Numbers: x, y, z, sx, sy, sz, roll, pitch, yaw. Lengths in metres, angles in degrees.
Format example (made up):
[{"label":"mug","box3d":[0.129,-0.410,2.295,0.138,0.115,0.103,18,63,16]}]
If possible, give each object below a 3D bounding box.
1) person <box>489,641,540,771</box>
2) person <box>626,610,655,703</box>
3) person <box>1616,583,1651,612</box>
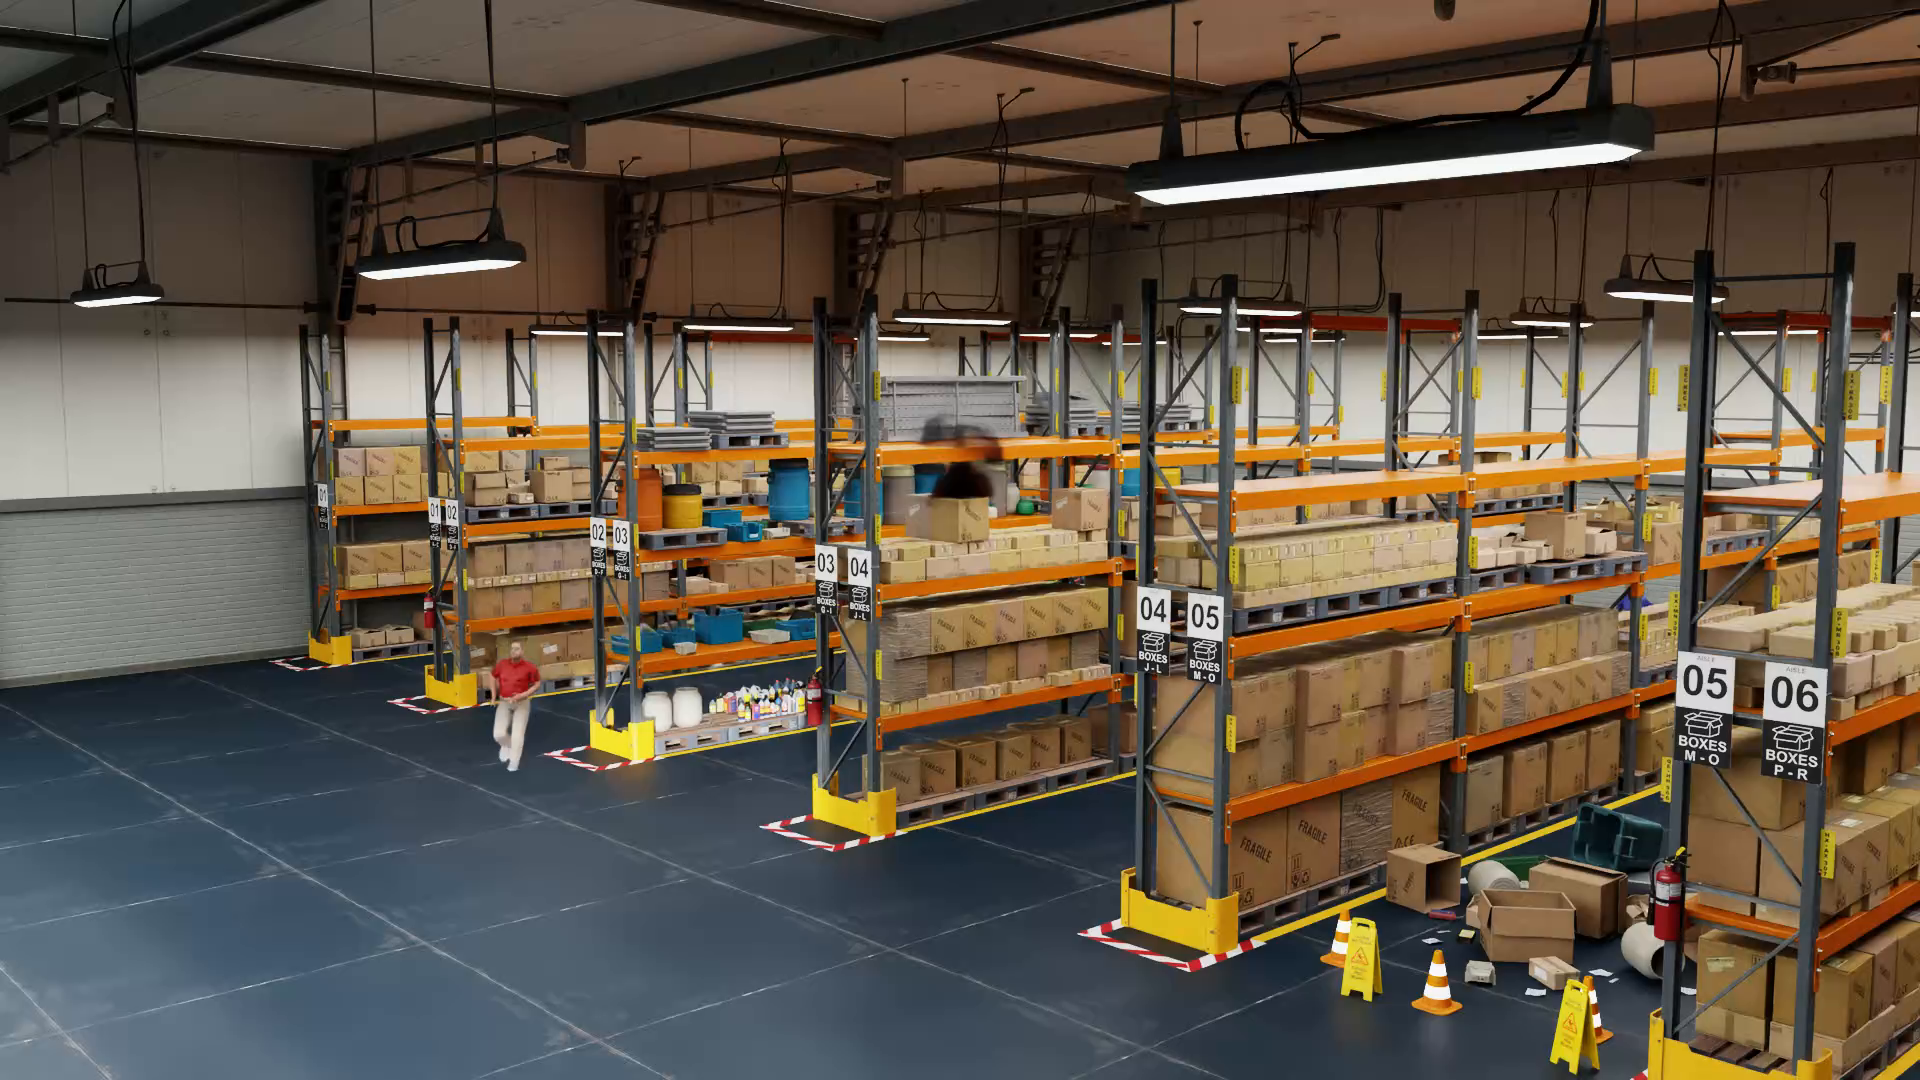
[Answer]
[{"label":"person","box3d":[-5.806,2.160,21.640,0.670,1.673,0.547,-1,6,-5]},{"label":"person","box3d":[-4.875,1.840,25.173,0.567,1.604,0.647,5,7,39]},{"label":"person","box3d":[11.618,1.509,28.516,0.748,1.578,0.713,2,6,19]}]
